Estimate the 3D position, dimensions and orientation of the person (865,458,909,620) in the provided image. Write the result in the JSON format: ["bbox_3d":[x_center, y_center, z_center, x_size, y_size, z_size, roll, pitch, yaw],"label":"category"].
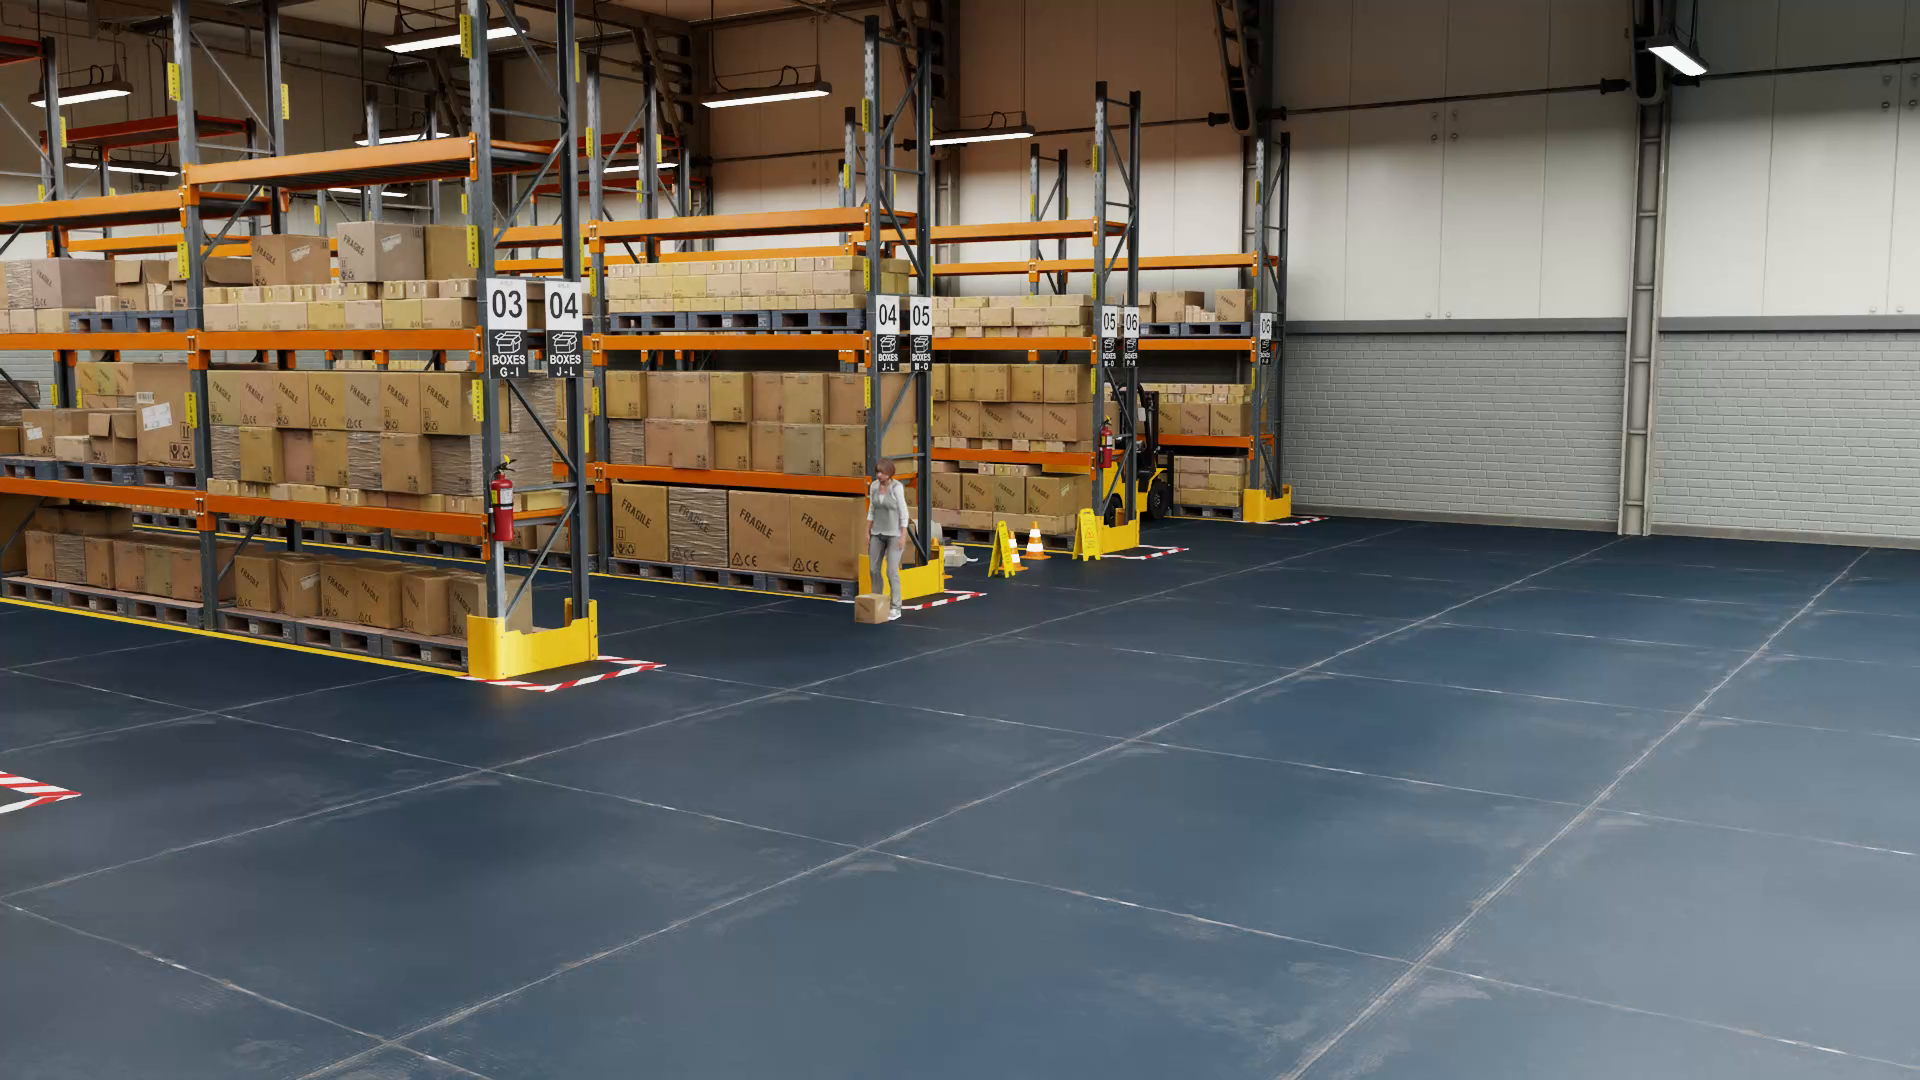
[{"bbox_3d":[-0.728,-0.020,16.378,0.476,1.591,0.345,4,8,30],"label":"person"}]
